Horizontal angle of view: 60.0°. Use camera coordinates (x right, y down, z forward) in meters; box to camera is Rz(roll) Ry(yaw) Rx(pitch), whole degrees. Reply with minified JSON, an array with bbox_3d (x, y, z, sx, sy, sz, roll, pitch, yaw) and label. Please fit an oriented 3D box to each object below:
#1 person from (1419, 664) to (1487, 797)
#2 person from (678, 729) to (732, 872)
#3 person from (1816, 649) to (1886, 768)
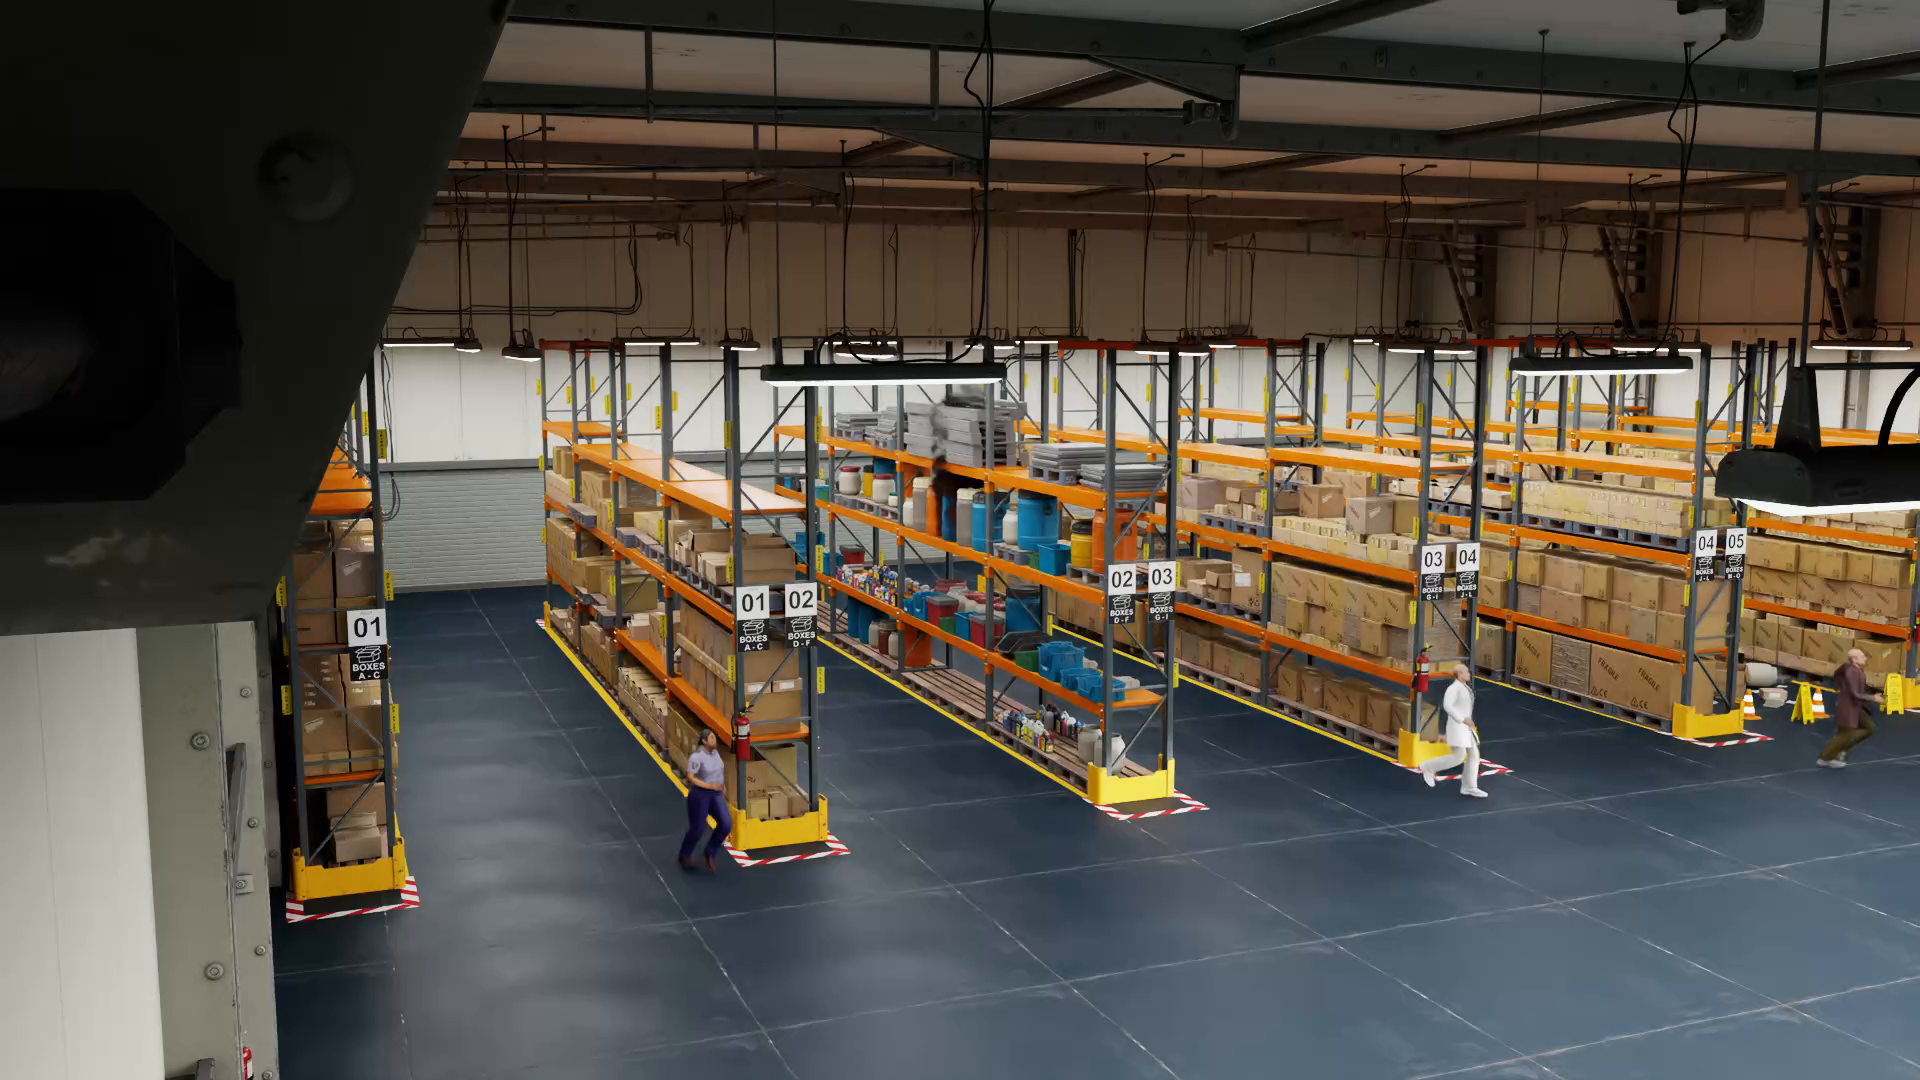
[{"bbox_3d":[6.778,2.547,22.550,0.931,1.723,0.773,5,9,33],"label":"person"},{"bbox_3d":[-2.939,3.022,19.387,0.638,1.649,0.658,5,9,35],"label":"person"},{"bbox_3d":[12.700,2.429,23.659,0.817,1.649,0.729,5,9,32],"label":"person"}]
